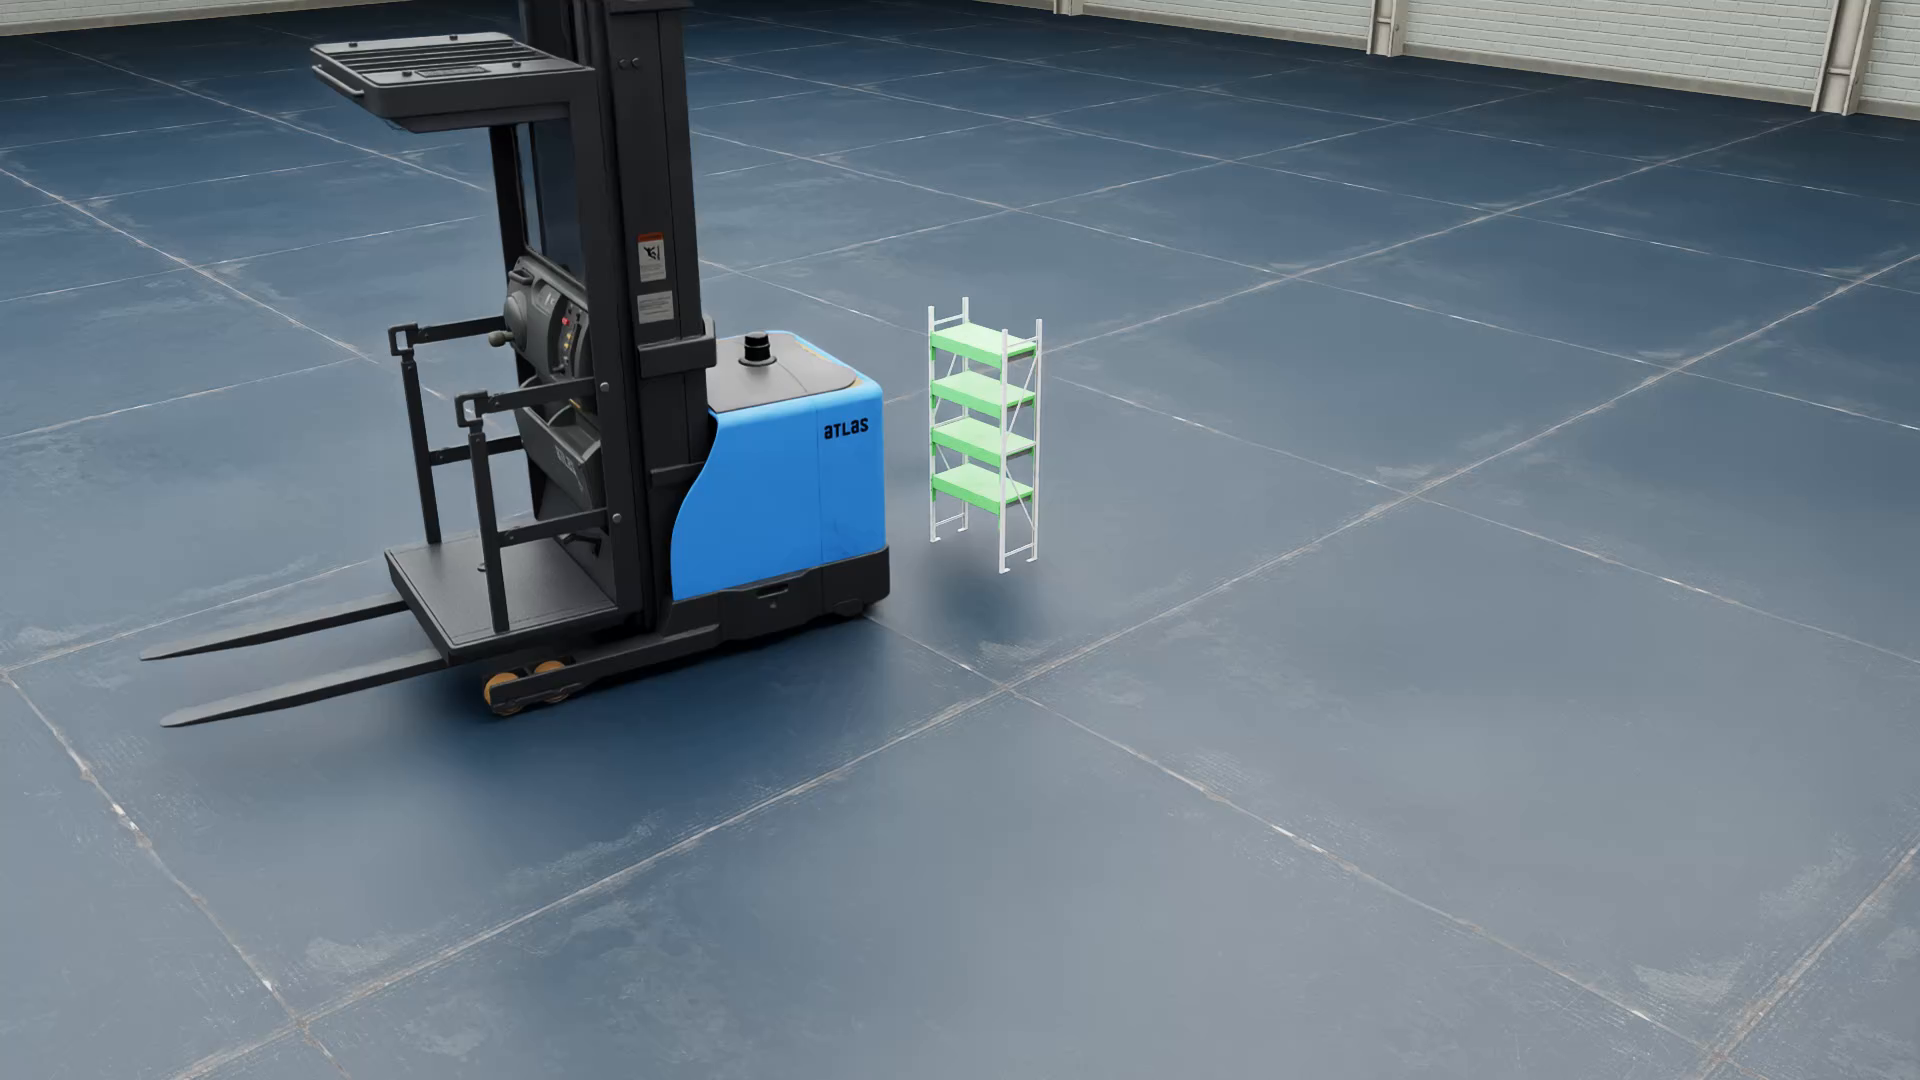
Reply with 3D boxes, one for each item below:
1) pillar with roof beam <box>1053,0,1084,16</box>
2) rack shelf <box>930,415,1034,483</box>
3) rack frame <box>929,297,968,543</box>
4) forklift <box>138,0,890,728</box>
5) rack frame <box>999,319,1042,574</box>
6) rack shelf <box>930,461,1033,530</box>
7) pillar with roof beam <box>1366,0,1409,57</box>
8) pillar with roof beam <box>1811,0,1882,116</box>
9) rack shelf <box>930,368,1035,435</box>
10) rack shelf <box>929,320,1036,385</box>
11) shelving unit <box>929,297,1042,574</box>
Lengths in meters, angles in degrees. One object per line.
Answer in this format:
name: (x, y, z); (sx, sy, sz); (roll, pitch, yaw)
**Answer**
pillar with roof beam: (-1.384, -11.393, 22.381); (9.100, 9.000, 0.400); (-21, 32, -38)
rack shelf: (0.113, -0.438, 7.918); (0.258, 0.148, 0.480); (-21, 32, -38)
rack frame: (-0.054, -0.570, 8.053); (0.240, 1.200, 0.015); (-21, 32, -38)
forklift: (-1.846, -0.878, 6.644); (3.031, 2.935, 1.130); (-14, 28, -28)
rack frame: (0.280, -0.422, 7.729); (0.240, 1.200, 0.015); (-21, 32, -38)
rack shelf: (0.113, -0.219, 8.017); (0.258, 0.148, 0.480); (-21, 32, -38)
pillar with roof beam: (2.717, -9.575, 18.396); (9.100, 9.000, 0.400); (-21, 32, -38)
pillar with roof beam: (6.818, -7.757, 14.412); (9.100, 9.000, 0.400); (-21, 32, -38)
rack shelf: (0.113, -0.656, 7.818); (0.258, 0.148, 0.480); (-21, 32, -38)
rack shelf: (0.113, -0.874, 7.718); (0.258, 0.148, 0.480); (-21, 32, -38)
shelving unit: (0.113, -0.496, 7.891); (0.258, 1.200, 0.503); (-21, 32, -38)
